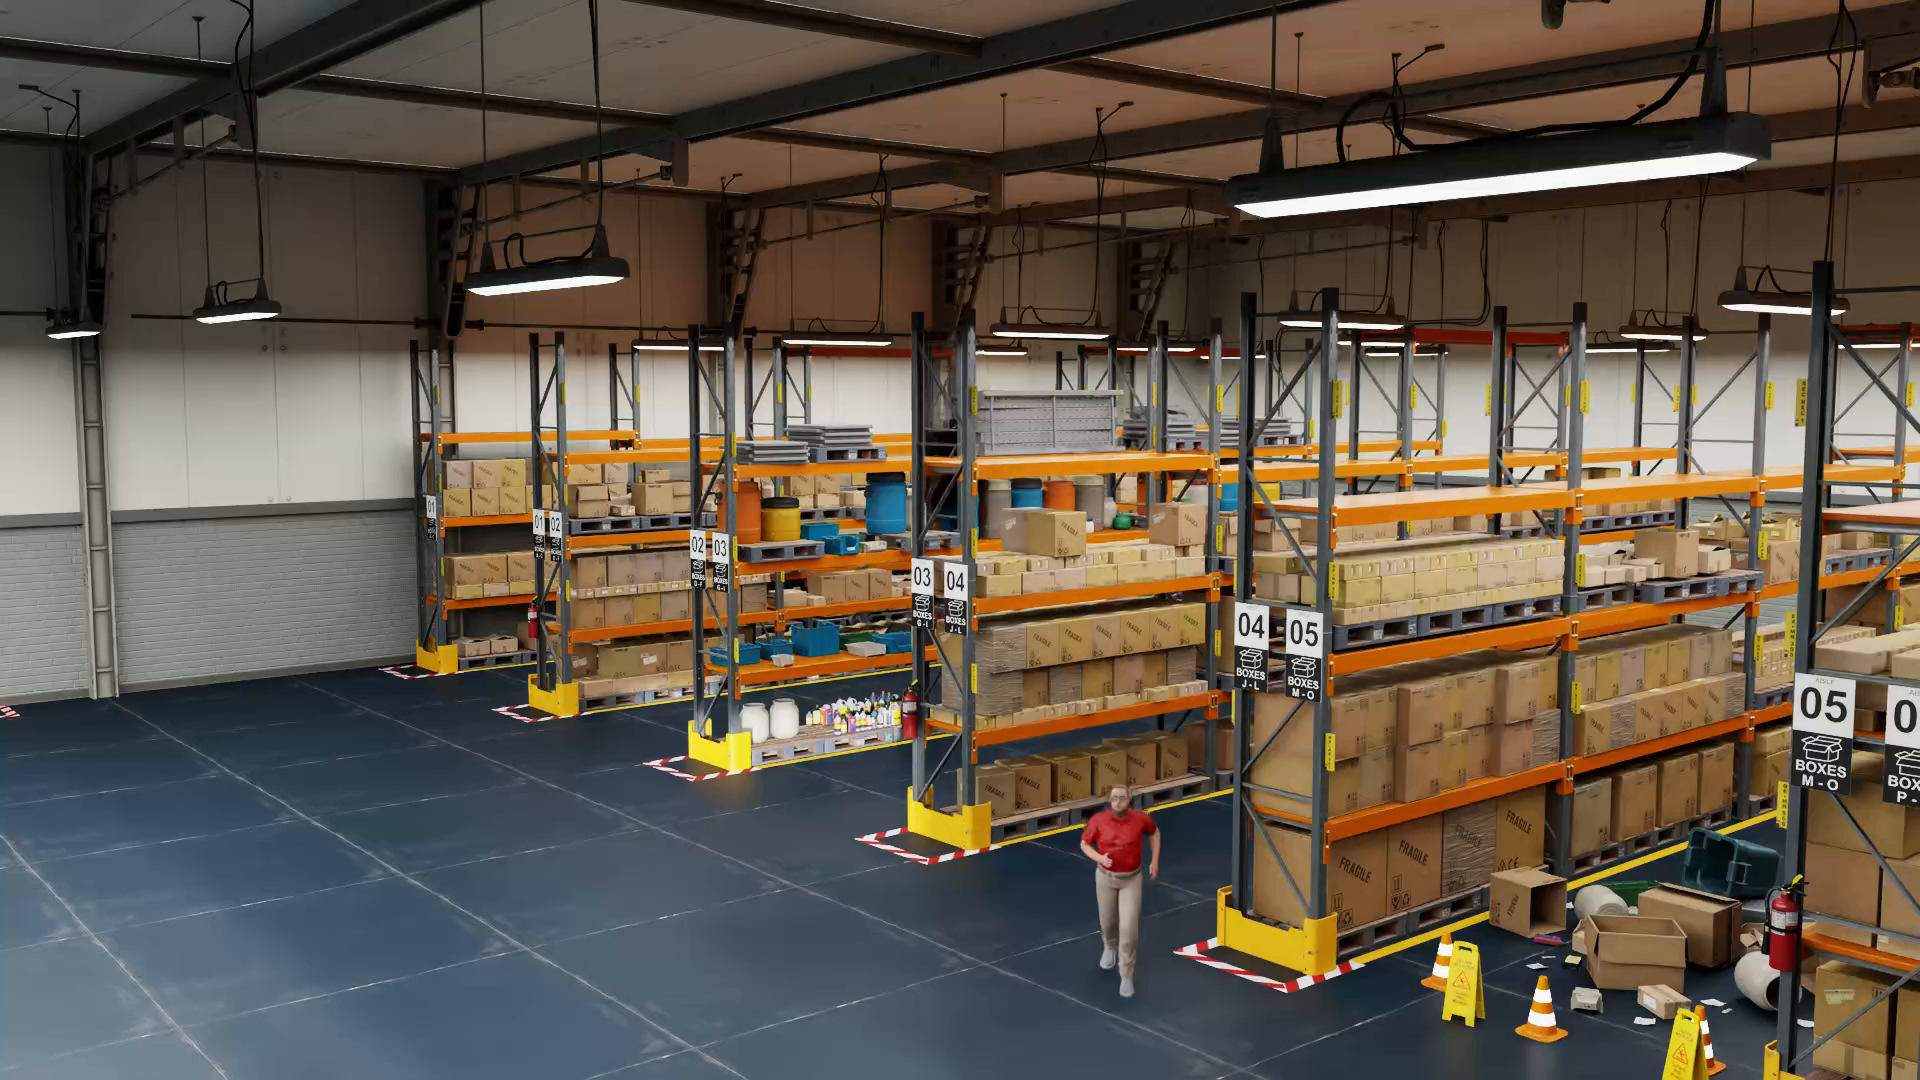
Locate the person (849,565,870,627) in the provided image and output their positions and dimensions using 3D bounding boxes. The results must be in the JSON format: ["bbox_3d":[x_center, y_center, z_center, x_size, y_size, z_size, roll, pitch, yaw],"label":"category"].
[{"bbox_3d":[-1.980,1.267,32.981,0.796,1.716,0.615,-5,7,-43],"label":"person"}]

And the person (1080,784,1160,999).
[{"bbox_3d":[1.384,2.981,14.411,0.682,1.789,0.835,1,5,9],"label":"person"}]
